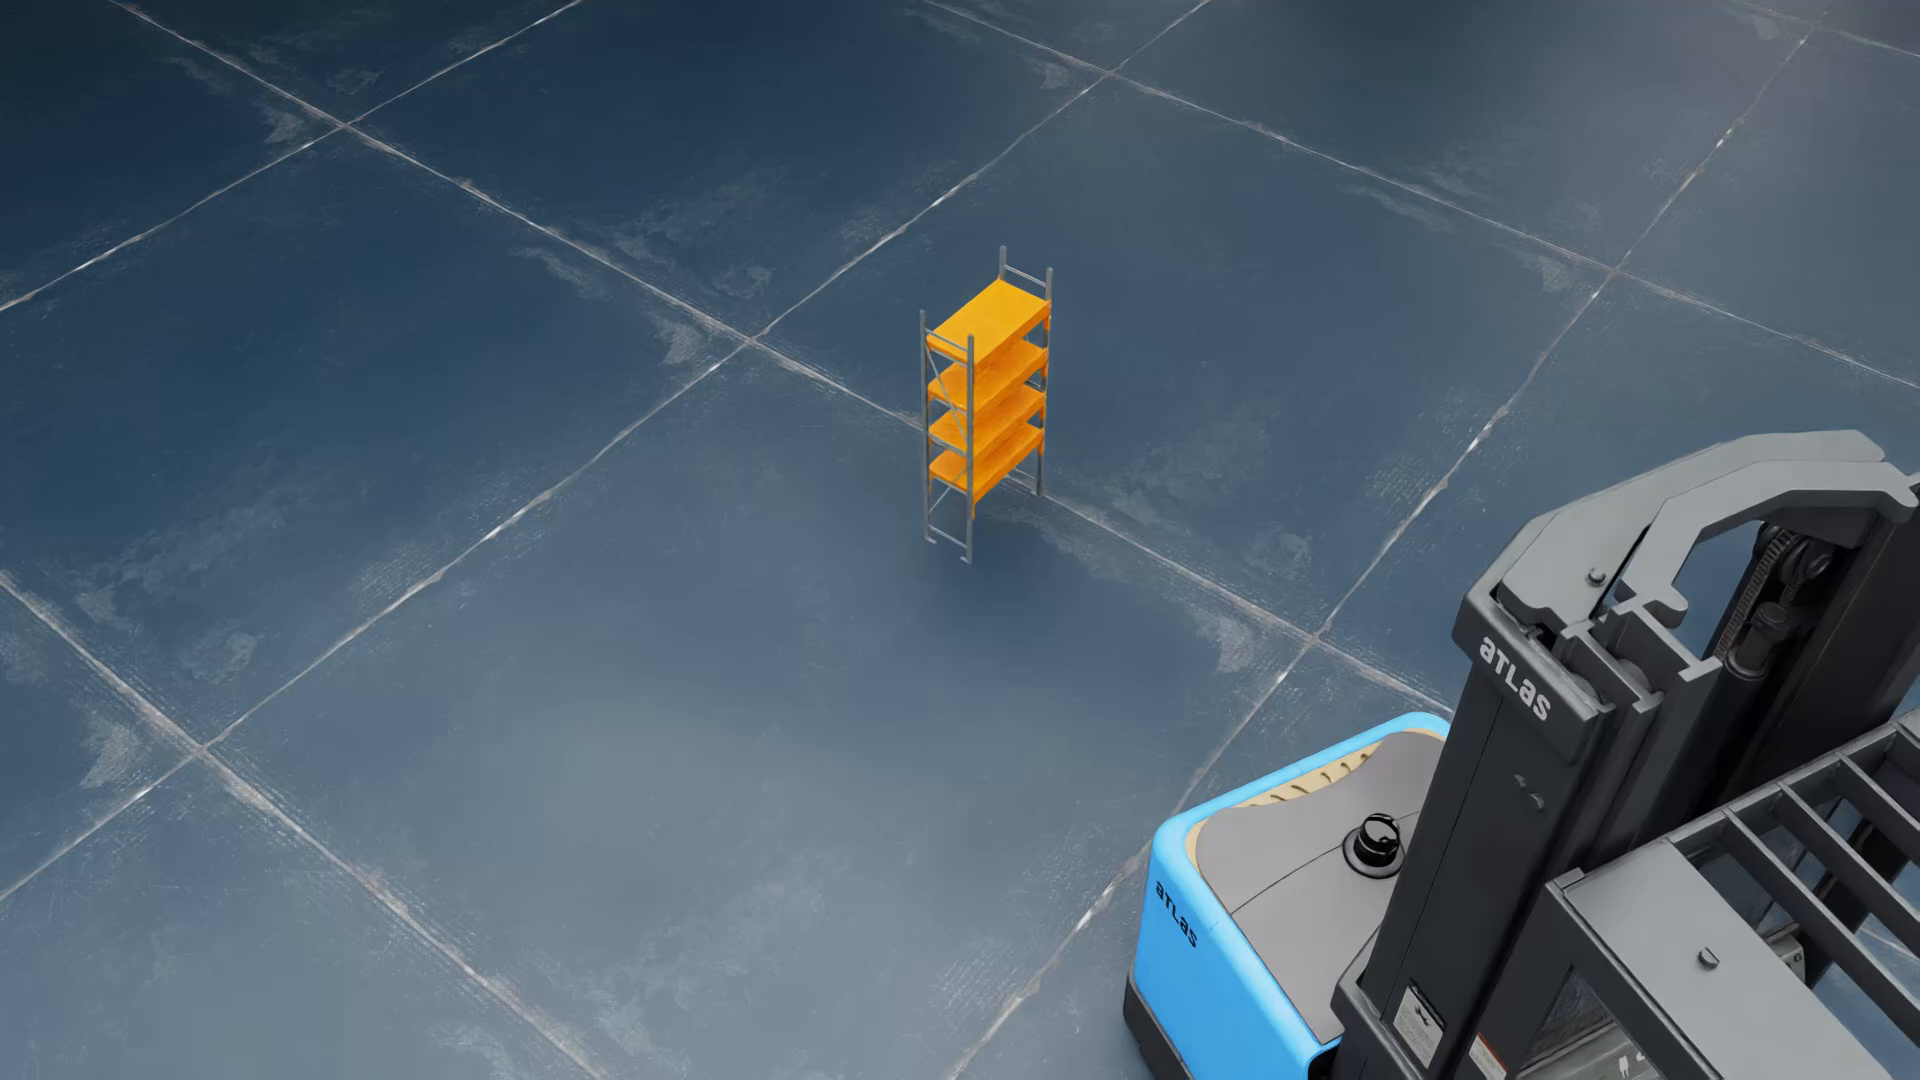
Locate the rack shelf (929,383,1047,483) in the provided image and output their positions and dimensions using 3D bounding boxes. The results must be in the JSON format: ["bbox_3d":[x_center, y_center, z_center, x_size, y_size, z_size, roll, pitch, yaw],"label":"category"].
[{"bbox_3d":[0.101,-0.463,6.620,0.258,0.148,0.480,29,53,25],"label":"rack shelf"}]

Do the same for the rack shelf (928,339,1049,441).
[{"bbox_3d":[0.101,-0.617,6.458,0.258,0.148,0.480,29,53,25],"label":"rack shelf"}]

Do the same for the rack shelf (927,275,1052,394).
[{"bbox_3d":[0.101,-0.781,6.287,0.258,0.148,0.480,29,53,25],"label":"rack shelf"}]

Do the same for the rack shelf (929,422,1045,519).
[{"bbox_3d":[0.101,-0.326,6.764,0.258,0.148,0.480,29,53,25],"label":"rack shelf"}]

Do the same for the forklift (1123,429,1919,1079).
[{"bbox_3d":[1.641,1.329,3.618,1.130,2.935,3.031,-20,50,-18],"label":"forklift"}]

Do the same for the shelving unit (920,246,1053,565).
[{"bbox_3d":[0.101,-0.509,6.571,0.258,1.200,0.503,29,53,25],"label":"shelving unit"}]

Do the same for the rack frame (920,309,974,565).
[{"bbox_3d":[-0.048,-0.370,6.438,0.240,1.200,0.015,29,53,25],"label":"rack frame"}]

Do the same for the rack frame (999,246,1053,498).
[{"bbox_3d":[0.250,-0.649,6.705,0.240,1.200,0.015,29,53,25],"label":"rack frame"}]
